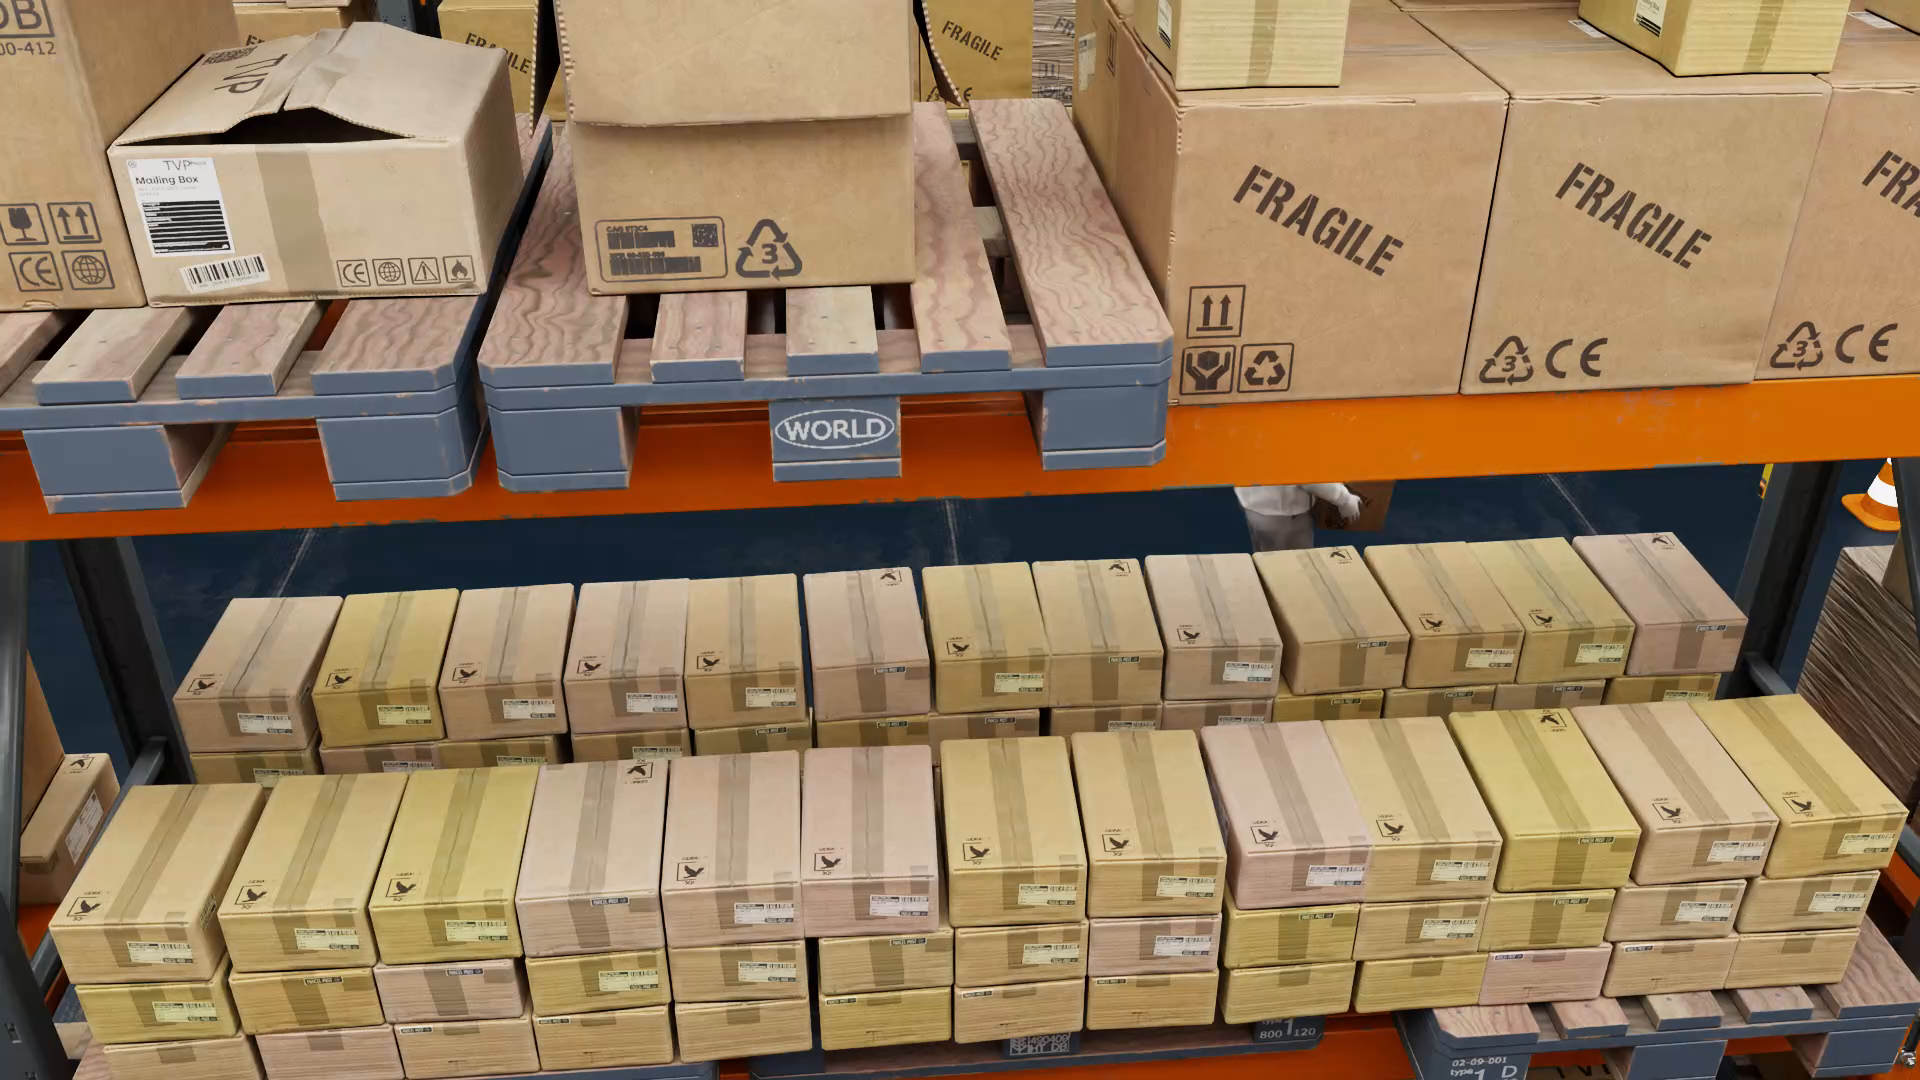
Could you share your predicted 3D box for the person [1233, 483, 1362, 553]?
[{"bbox_3d":[1.282,-0.154,6.358,0.464,1.690,0.494,-3,31,-5],"label":"person"}]
